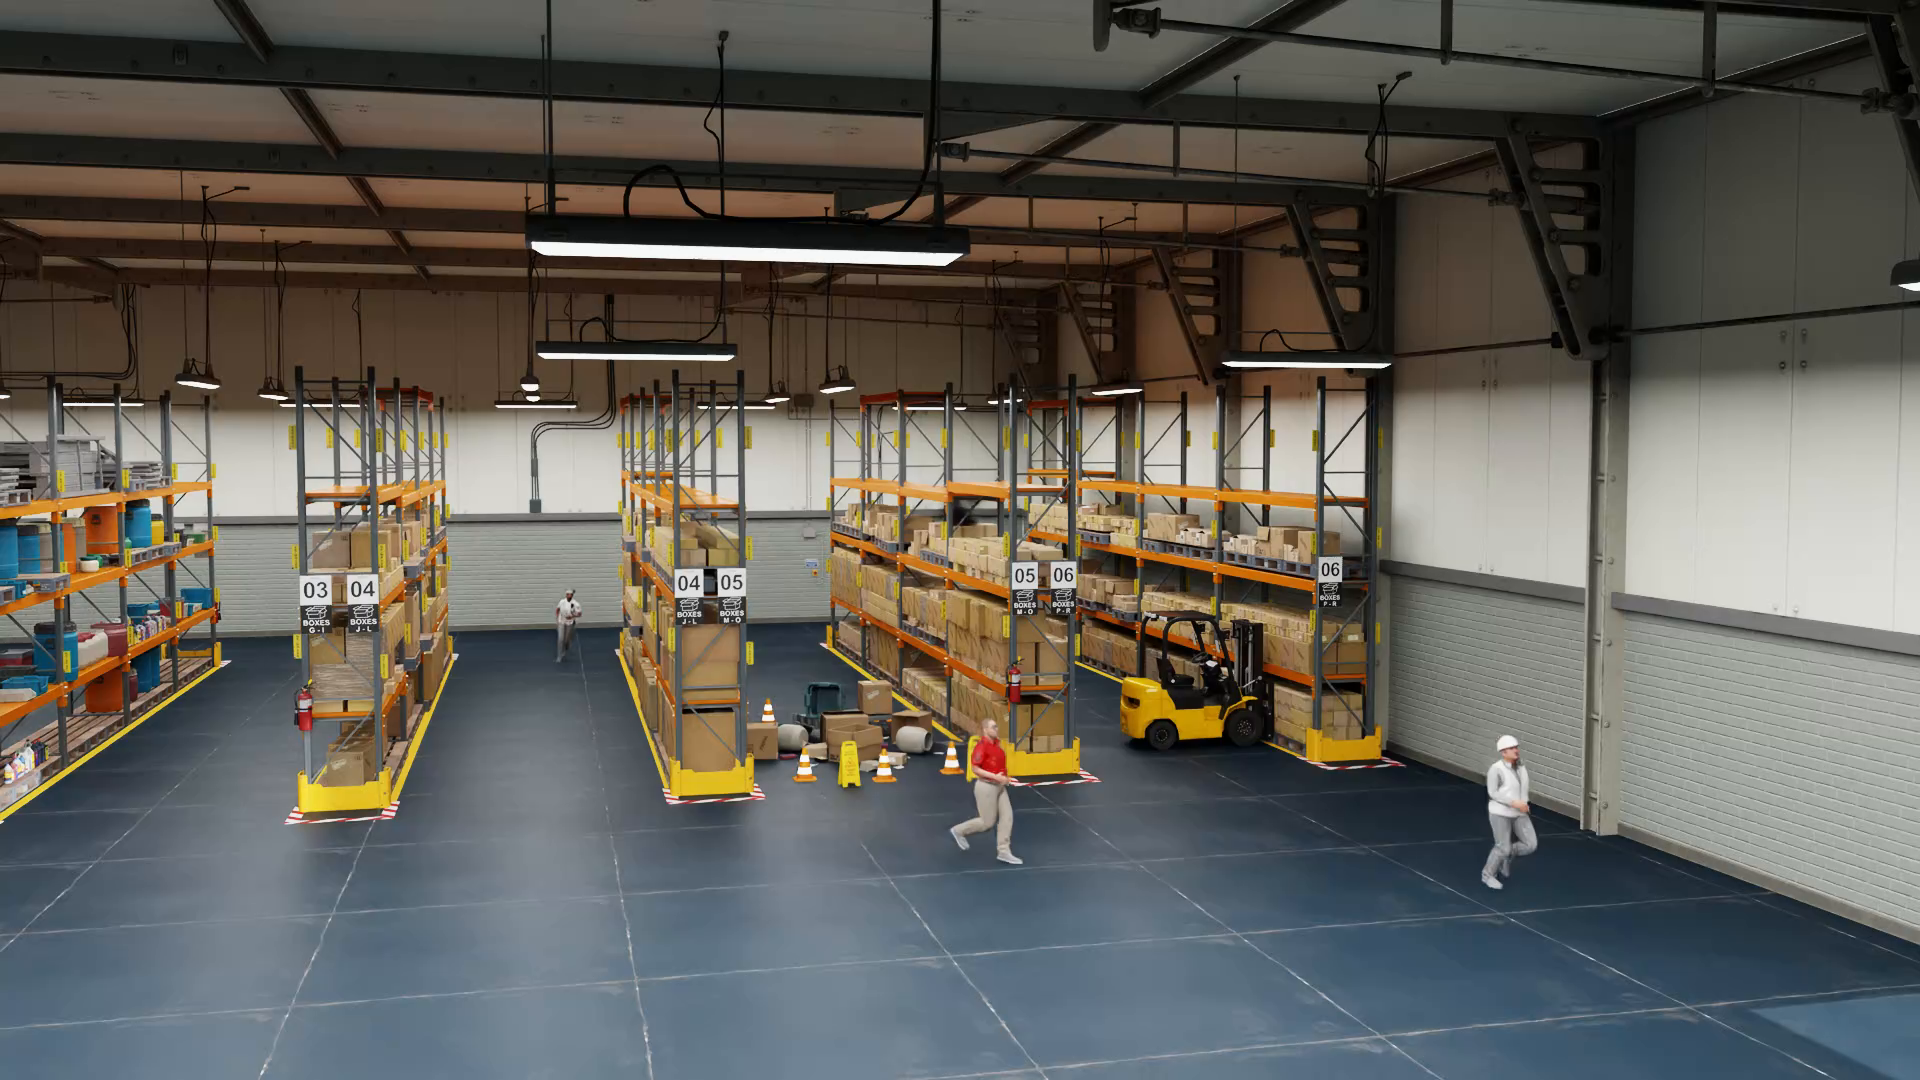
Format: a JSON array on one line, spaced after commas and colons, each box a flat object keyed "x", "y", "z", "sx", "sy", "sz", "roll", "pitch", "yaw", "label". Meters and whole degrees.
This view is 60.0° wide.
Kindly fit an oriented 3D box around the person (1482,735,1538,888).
[{"x": 6.144, "y": 3.034, "z": 18.507, "sx": 0.682, "sy": 1.734, "sz": 0.703, "roll": -2, "pitch": 4, "yaw": -25, "label": "person"}]

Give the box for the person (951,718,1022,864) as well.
[{"x": 0.333, "y": 2.976, "z": 19.787, "sx": 0.888, "sy": 1.718, "sz": 0.665, "roll": 2, "pitch": 4, "yaw": 27, "label": "person"}]

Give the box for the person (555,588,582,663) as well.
[{"x": -8.933, "y": 1.927, "z": 37.940, "sx": 0.617, "sy": 1.692, "sz": 0.825, "roll": 0, "pitch": 3, "yaw": -2, "label": "person"}]
